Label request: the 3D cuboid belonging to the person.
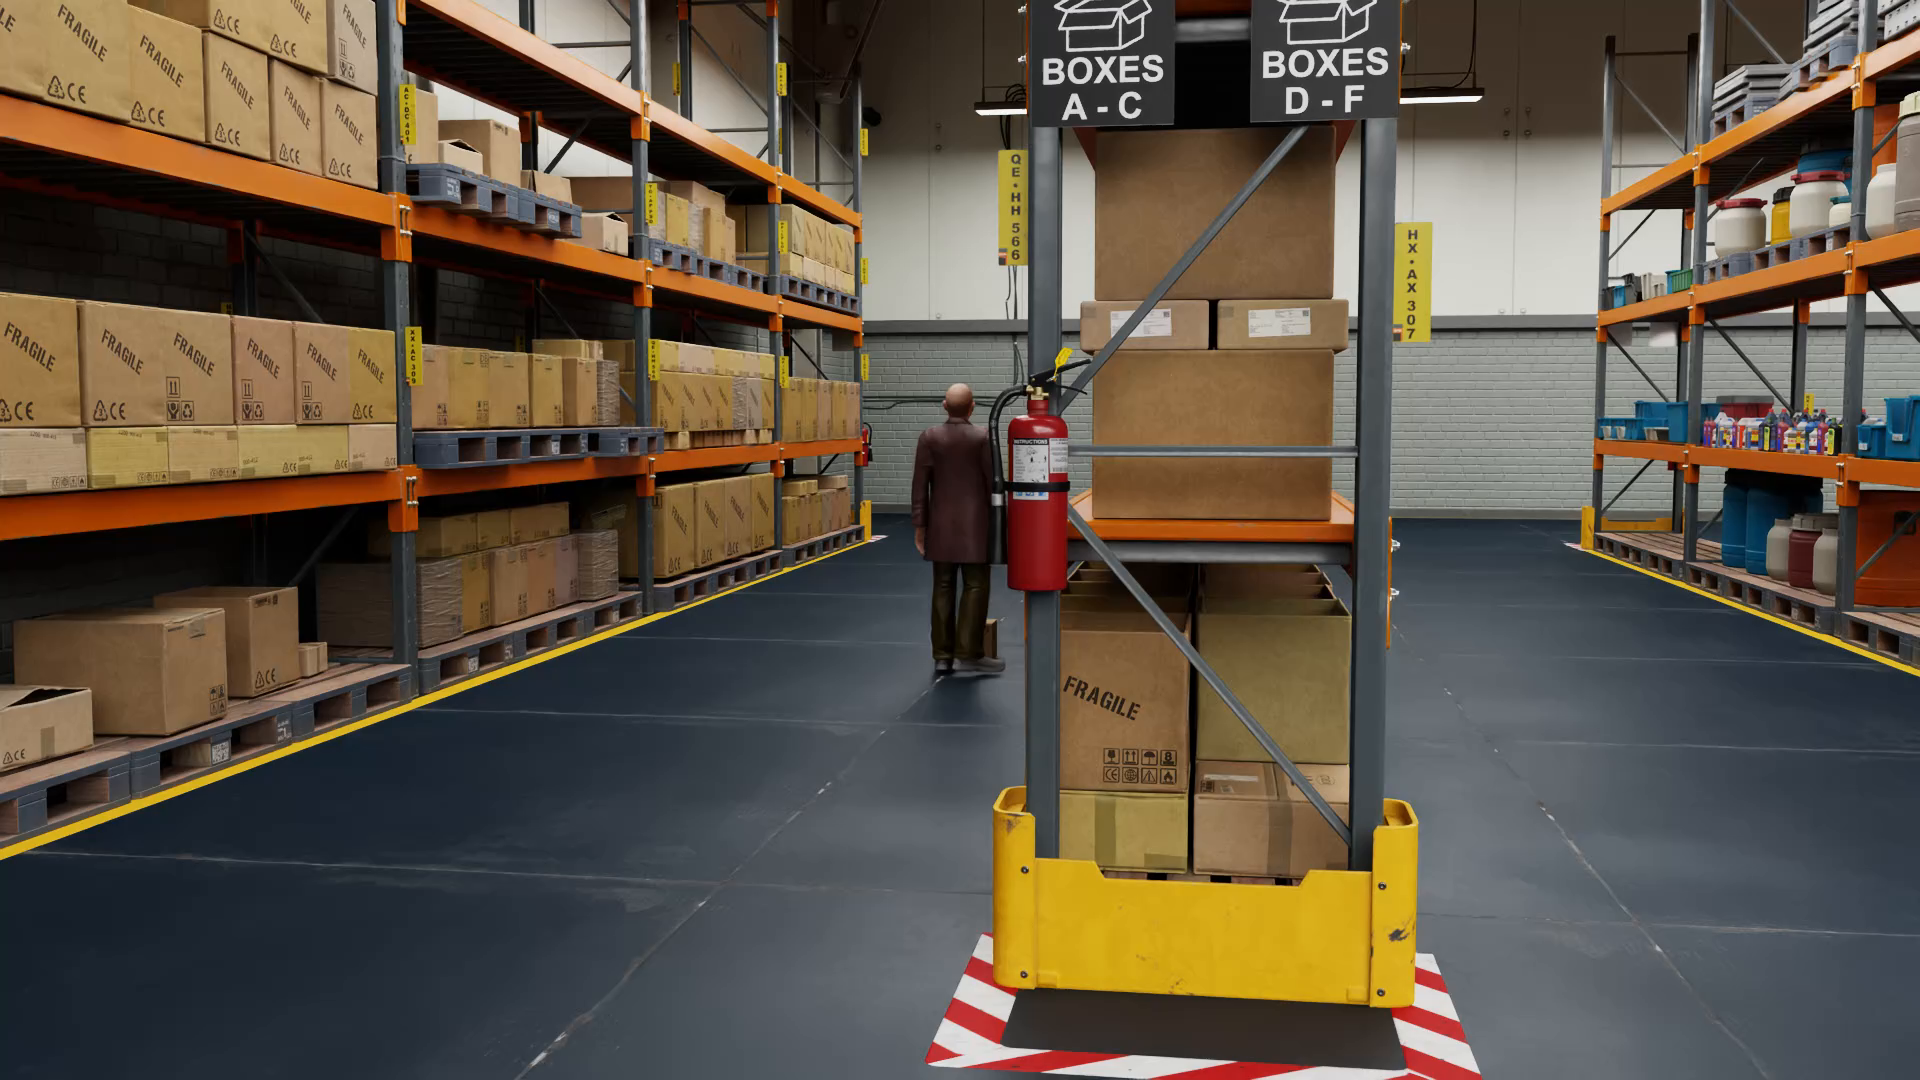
[{"bbox_3d":[-0.003,-0.077,10.301,0.595,1.782,0.465,1,5,17],"label":"person"}]
